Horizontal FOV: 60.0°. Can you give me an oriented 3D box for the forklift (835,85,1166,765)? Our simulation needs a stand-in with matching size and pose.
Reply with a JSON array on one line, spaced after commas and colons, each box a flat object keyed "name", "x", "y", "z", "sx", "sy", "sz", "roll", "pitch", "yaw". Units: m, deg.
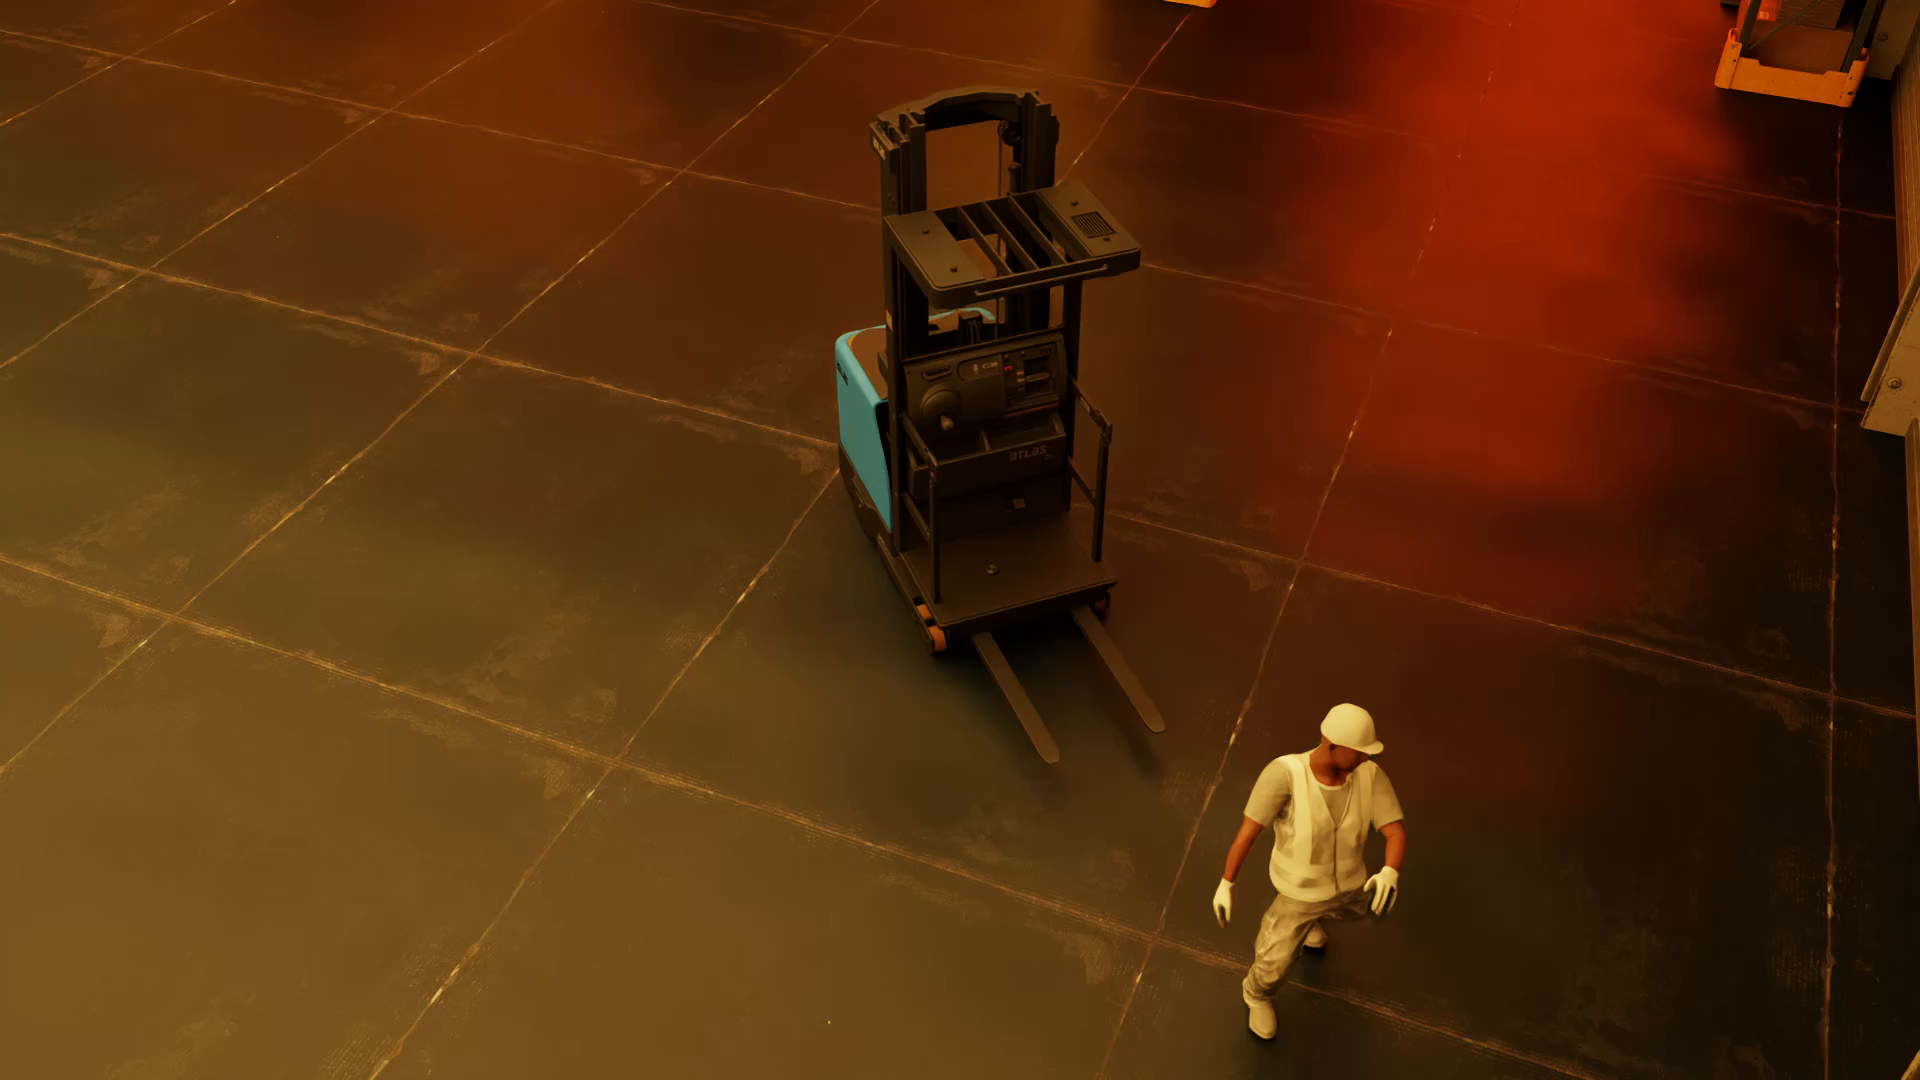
[{"name": "forklift", "x": 0.227, "y": -0.780, "z": 8.939, "sx": 1.130, "sy": 2.935, "sz": 3.031, "roll": -14, "pitch": 42, "yaw": -16}]

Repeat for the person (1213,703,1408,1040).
[{"name": "person", "x": 1.489, "y": 1.513, "z": 7.200, "sx": 0.853, "sy": 1.634, "sz": 0.879, "roll": -16, "pitch": 43, "yaw": -18}]
